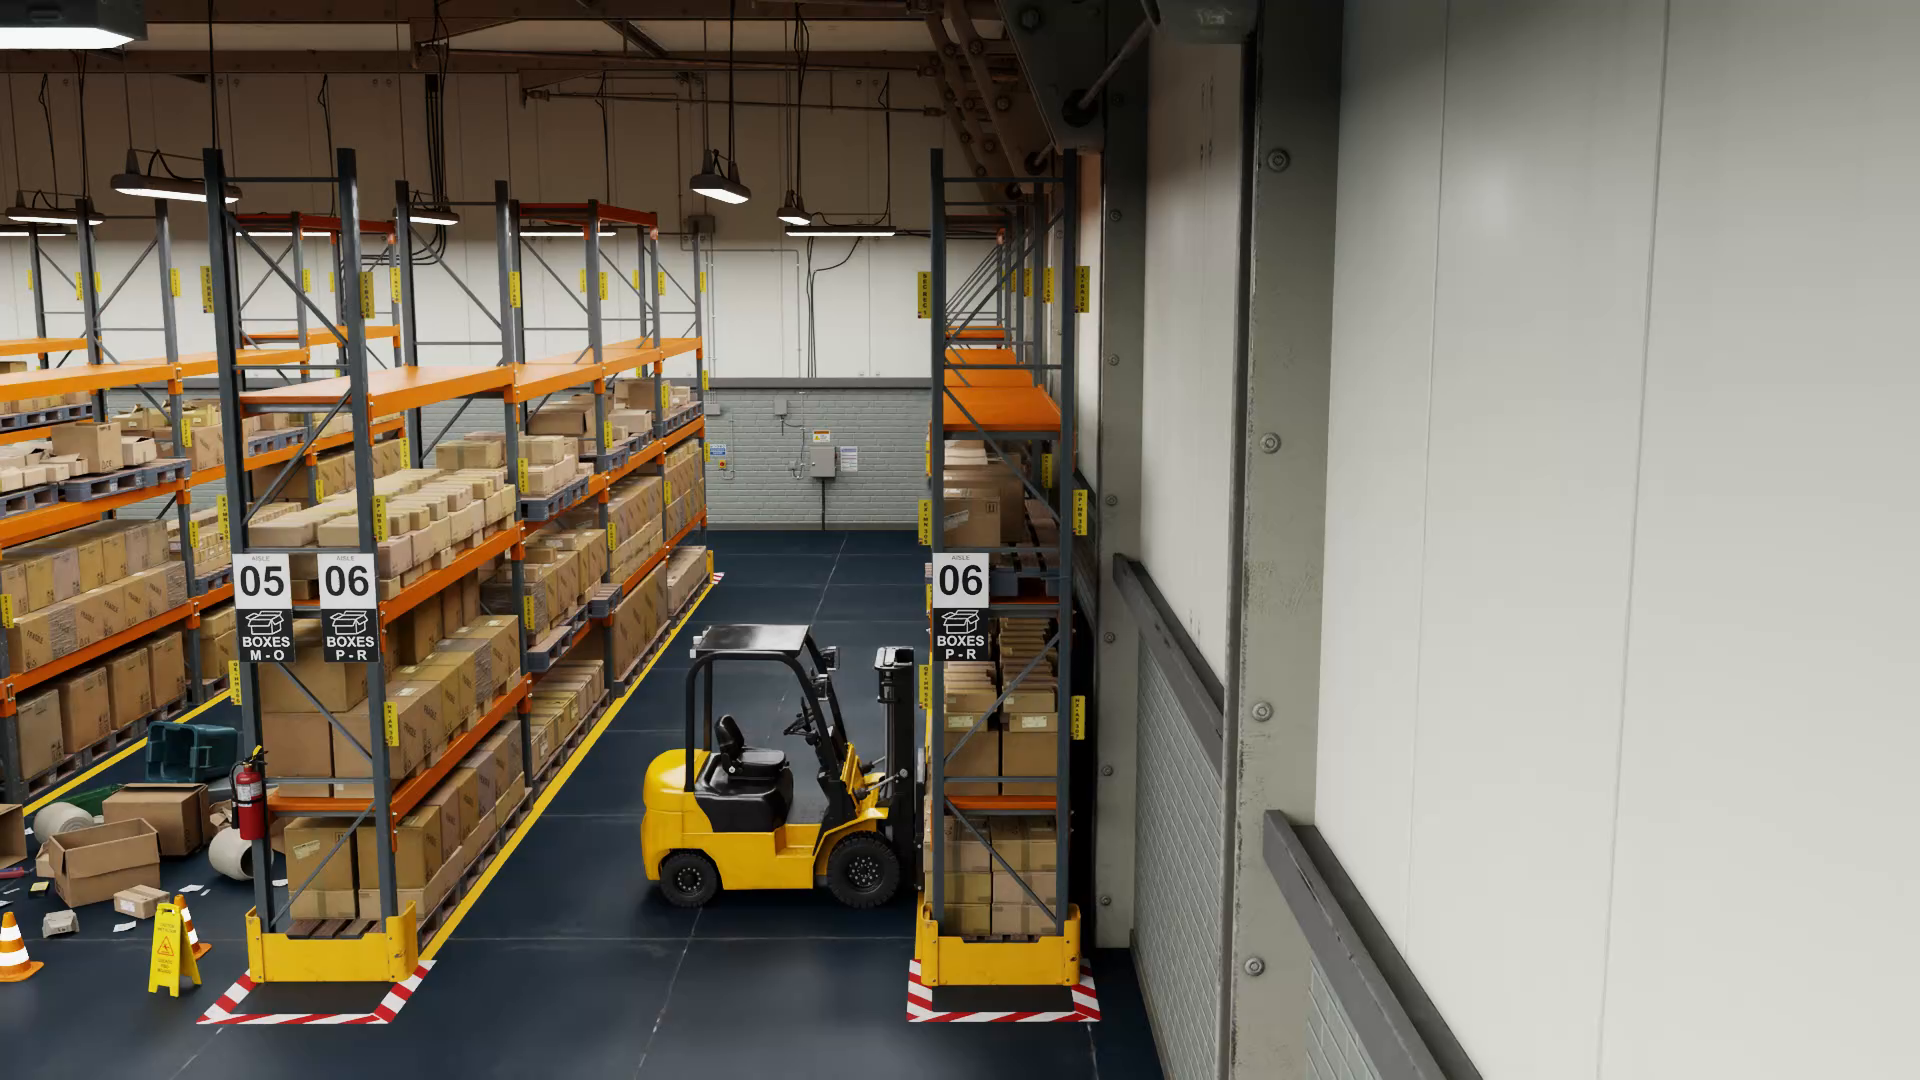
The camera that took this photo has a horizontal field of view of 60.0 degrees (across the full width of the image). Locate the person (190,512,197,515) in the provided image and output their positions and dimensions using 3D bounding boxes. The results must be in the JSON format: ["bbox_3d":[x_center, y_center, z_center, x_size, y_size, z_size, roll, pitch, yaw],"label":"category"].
[{"bbox_3d":[-11.455,0.344,25.054,0.589,1.558,0.621,-1,9,-4],"label":"person"}]
